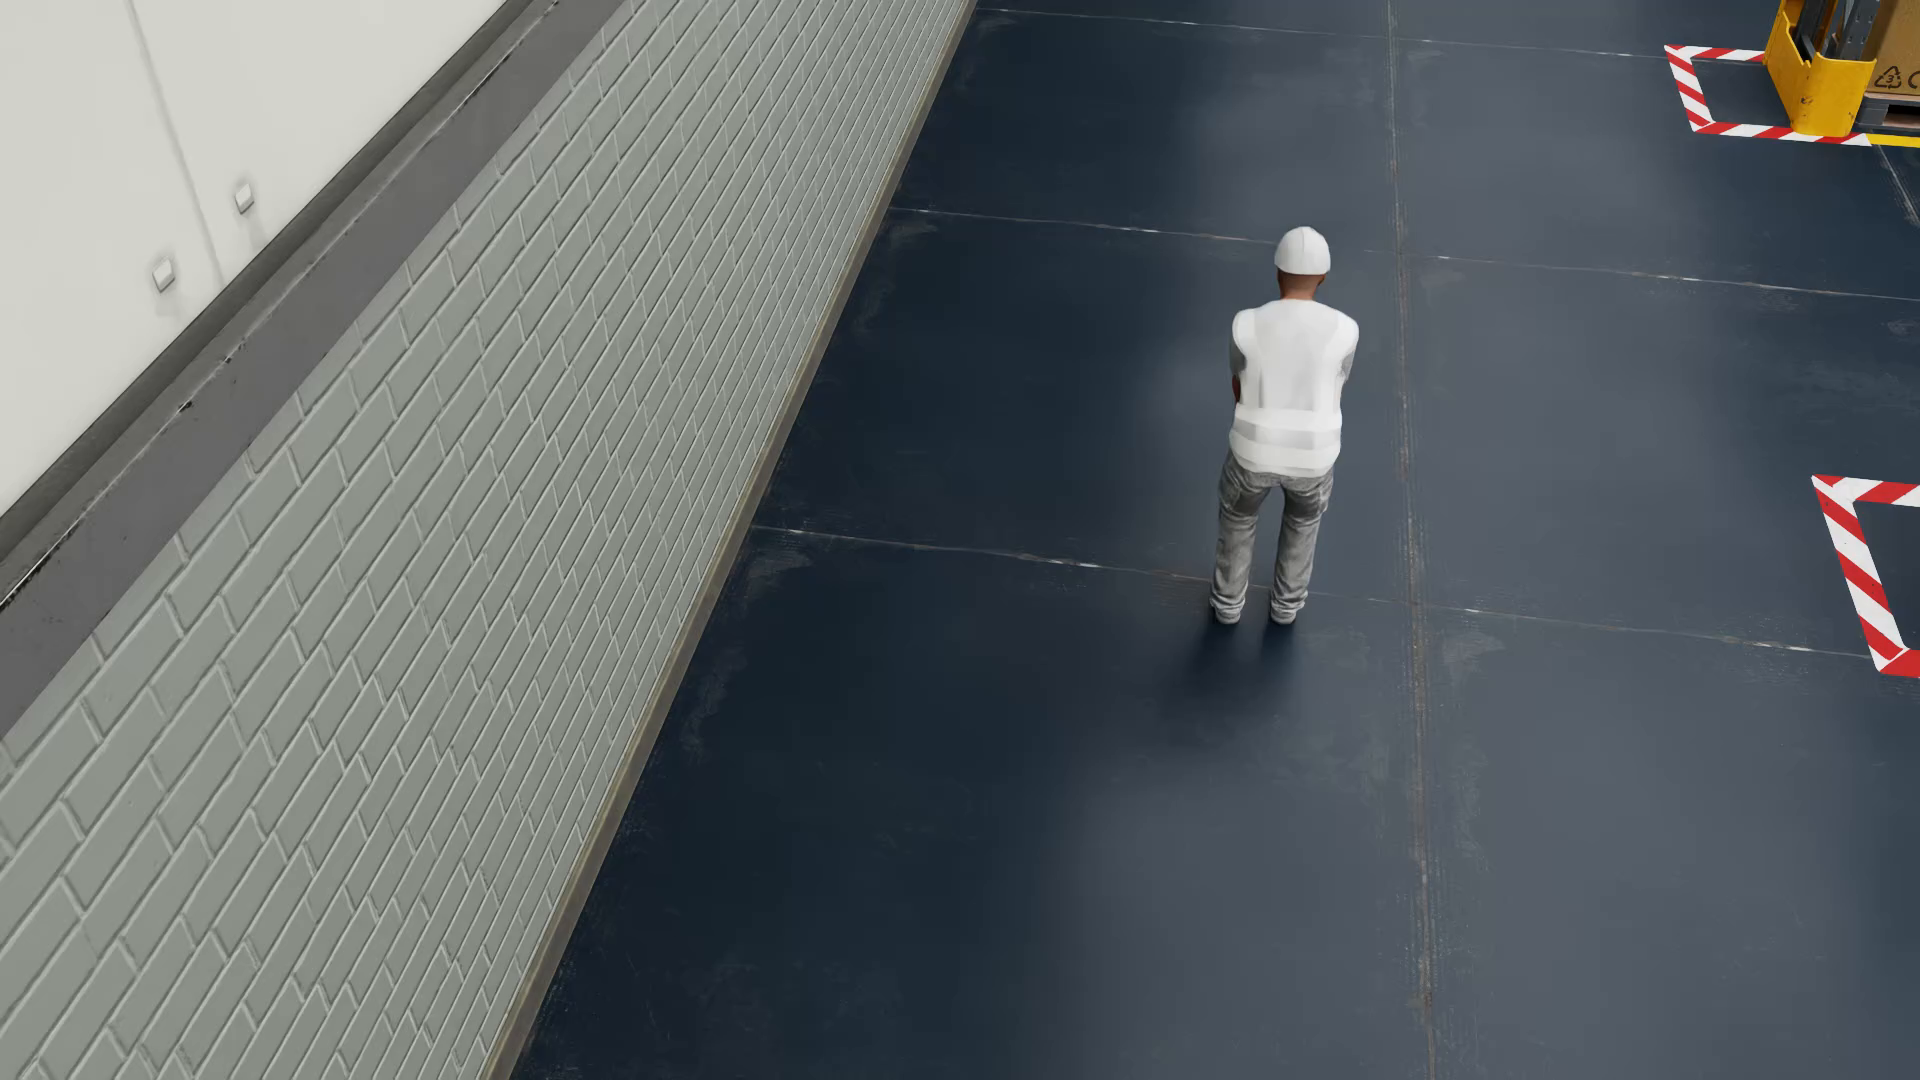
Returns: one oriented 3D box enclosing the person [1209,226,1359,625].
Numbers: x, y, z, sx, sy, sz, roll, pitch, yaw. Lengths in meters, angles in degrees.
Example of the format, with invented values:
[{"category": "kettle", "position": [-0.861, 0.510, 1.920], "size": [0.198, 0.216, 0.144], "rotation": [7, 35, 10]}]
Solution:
[{"category": "person", "position": [1.279, -0.417, 6.678], "size": [0.485, 1.725, 0.621], "rotation": [6, 41, 7]}]
